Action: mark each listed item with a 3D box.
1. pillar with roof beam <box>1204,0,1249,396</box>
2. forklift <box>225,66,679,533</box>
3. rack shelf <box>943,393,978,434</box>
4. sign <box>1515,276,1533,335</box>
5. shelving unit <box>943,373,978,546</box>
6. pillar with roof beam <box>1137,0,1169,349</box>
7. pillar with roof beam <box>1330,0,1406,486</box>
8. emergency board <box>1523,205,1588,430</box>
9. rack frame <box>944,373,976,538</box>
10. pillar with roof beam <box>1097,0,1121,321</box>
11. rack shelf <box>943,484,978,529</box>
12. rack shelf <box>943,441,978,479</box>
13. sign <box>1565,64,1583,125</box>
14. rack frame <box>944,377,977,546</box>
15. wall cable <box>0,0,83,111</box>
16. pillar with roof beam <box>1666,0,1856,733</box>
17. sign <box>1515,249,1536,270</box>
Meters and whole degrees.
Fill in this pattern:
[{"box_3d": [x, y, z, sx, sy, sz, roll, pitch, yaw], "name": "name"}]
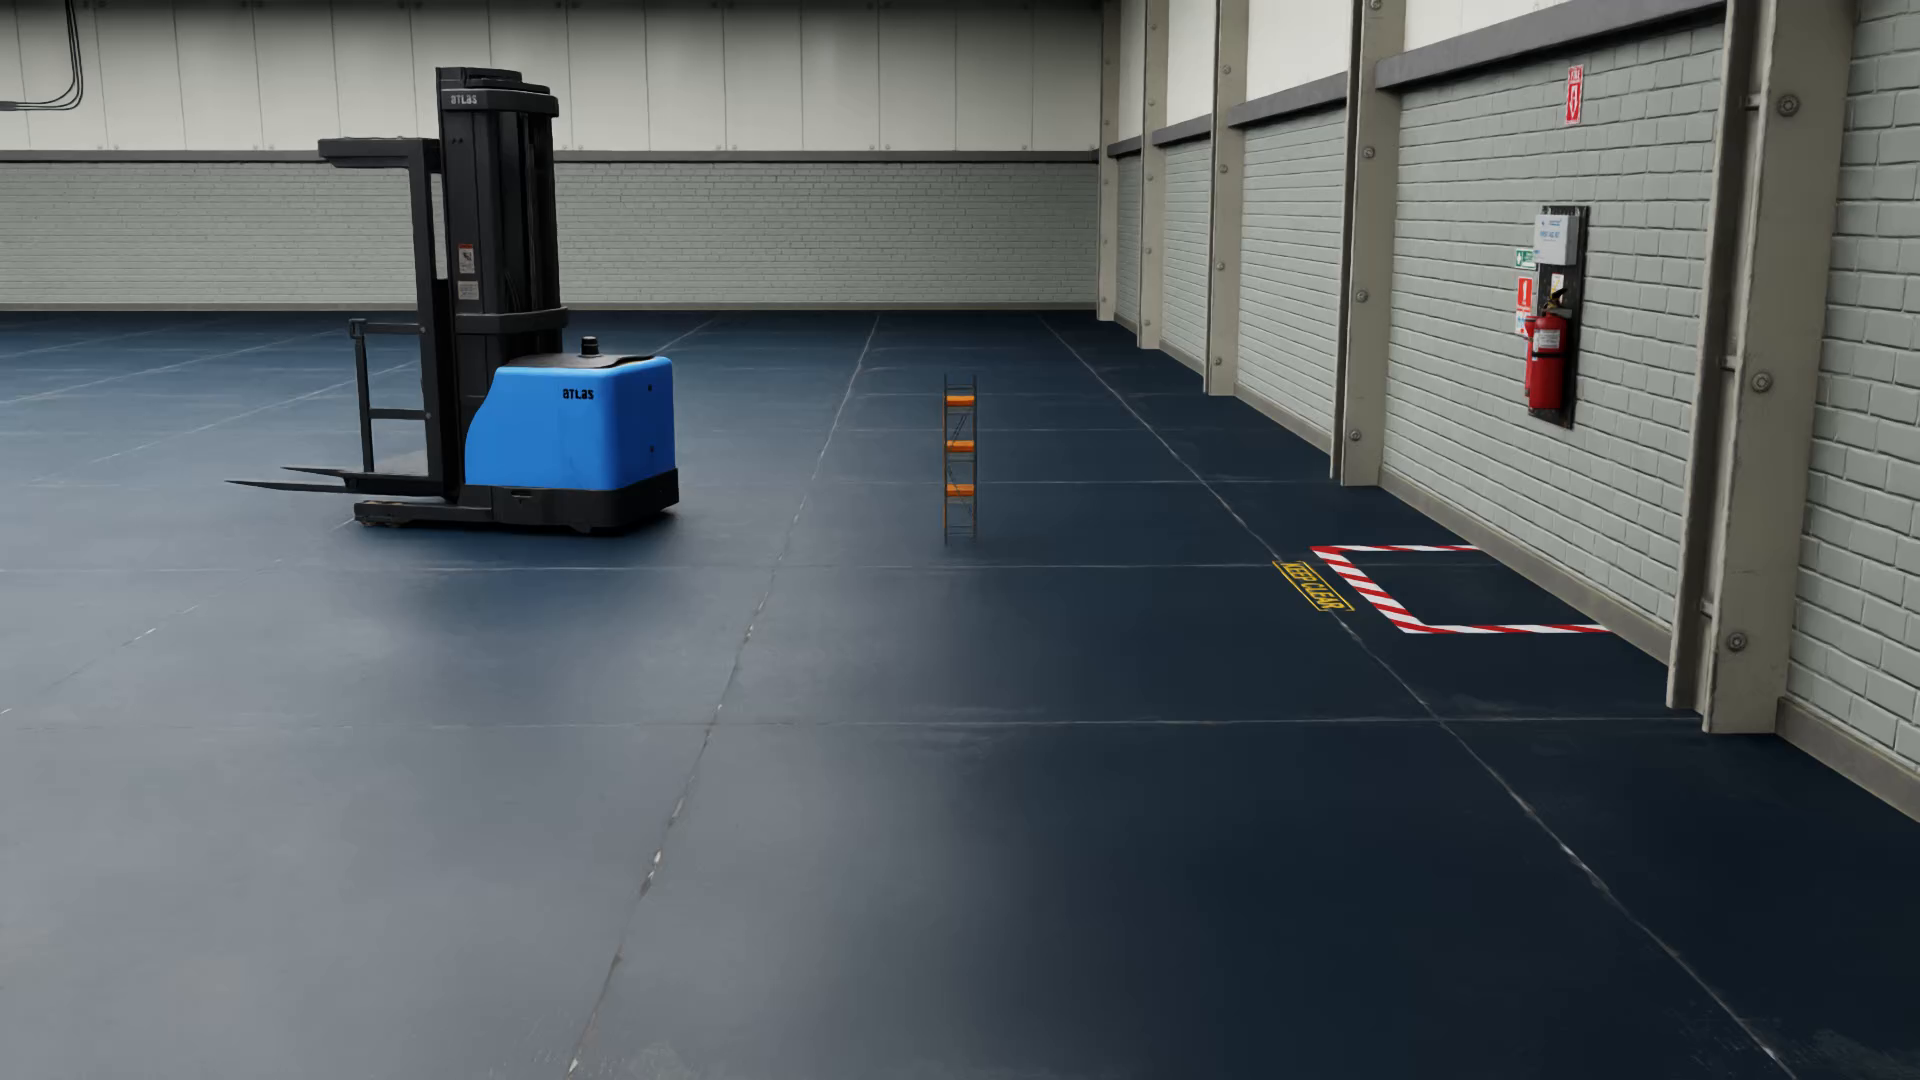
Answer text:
[{"box_3d": [-1.384, -6.037, 17.685, 9.100, 9.000, 0.400, 0, 11, -1], "name": "pillar with roof beam"}, {"box_3d": [-3.517, -1.616, 11.152, 3.031, 2.935, 1.130, 3, 12, 14], "name": "forklift"}, {"box_3d": [0.001, -0.772, 10.348, 0.215, 0.259, 0.240, 0, 11, -1], "name": "rack shelf"}, {"box_3d": [3.247, -1.349, 9.573, 0.001, 0.329, 0.234, 0, 11, -1], "name": "sign"}, {"box_3d": [0.001, -0.504, 10.402, 0.215, 1.050, 0.252, 0, 11, -1], "name": "shelving unit"}, {"box_3d": [-1.508, -7.230, 23.564, 9.100, 9.000, 0.400, 0, 11, -1], "name": "pillar with roof beam"}, {"box_3d": [-1.260, -4.845, 11.806, 9.100, 9.000, 0.400, 0, 11, -1], "name": "pillar with roof beam"}, {"box_3d": [3.155, -1.221, 9.033, 0.194, 1.169, 0.643, 0, 11, -1], "name": "emergency board"}, {"box_3d": [-0.001, -0.528, 10.522, 0.200, 1.050, 0.008, 0, 11, -1], "name": "rack frame"}, {"box_3d": [-1.632, -8.423, 29.443, 9.100, 9.000, 0.400, 0, 11, -1], "name": "pillar with roof beam"}, {"box_3d": [0.001, -0.221, 10.460, 0.215, 0.259, 0.240, 0, 11, -1], "name": "rack shelf"}, {"box_3d": [0.001, -0.494, 10.404, 0.215, 0.259, 0.240, 0, 11, -1], "name": "rack shelf"}, {"box_3d": [3.254, -2.359, 8.813, 0.001, 0.298, 0.199, 0, 11, -1], "name": "sign"}, {"box_3d": [0.004, -0.480, 10.283, 0.200, 1.050, 0.008, 0, 11, -1], "name": "rack frame"}, {"box_3d": [-18.068, -10.605, 31.644, 2.305, 6.003, 0.169, 0, 11, -1], "name": "wall cable"}, {"box_3d": [-1.136, -3.652, 5.927, 9.100, 9.000, 0.400, 0, 11, -1], "name": "pillar with roof beam"}, {"box_3d": [3.238, -1.608, 9.516, 0.001, 0.109, 0.331, 0, 11, -1], "name": "sign"}]
